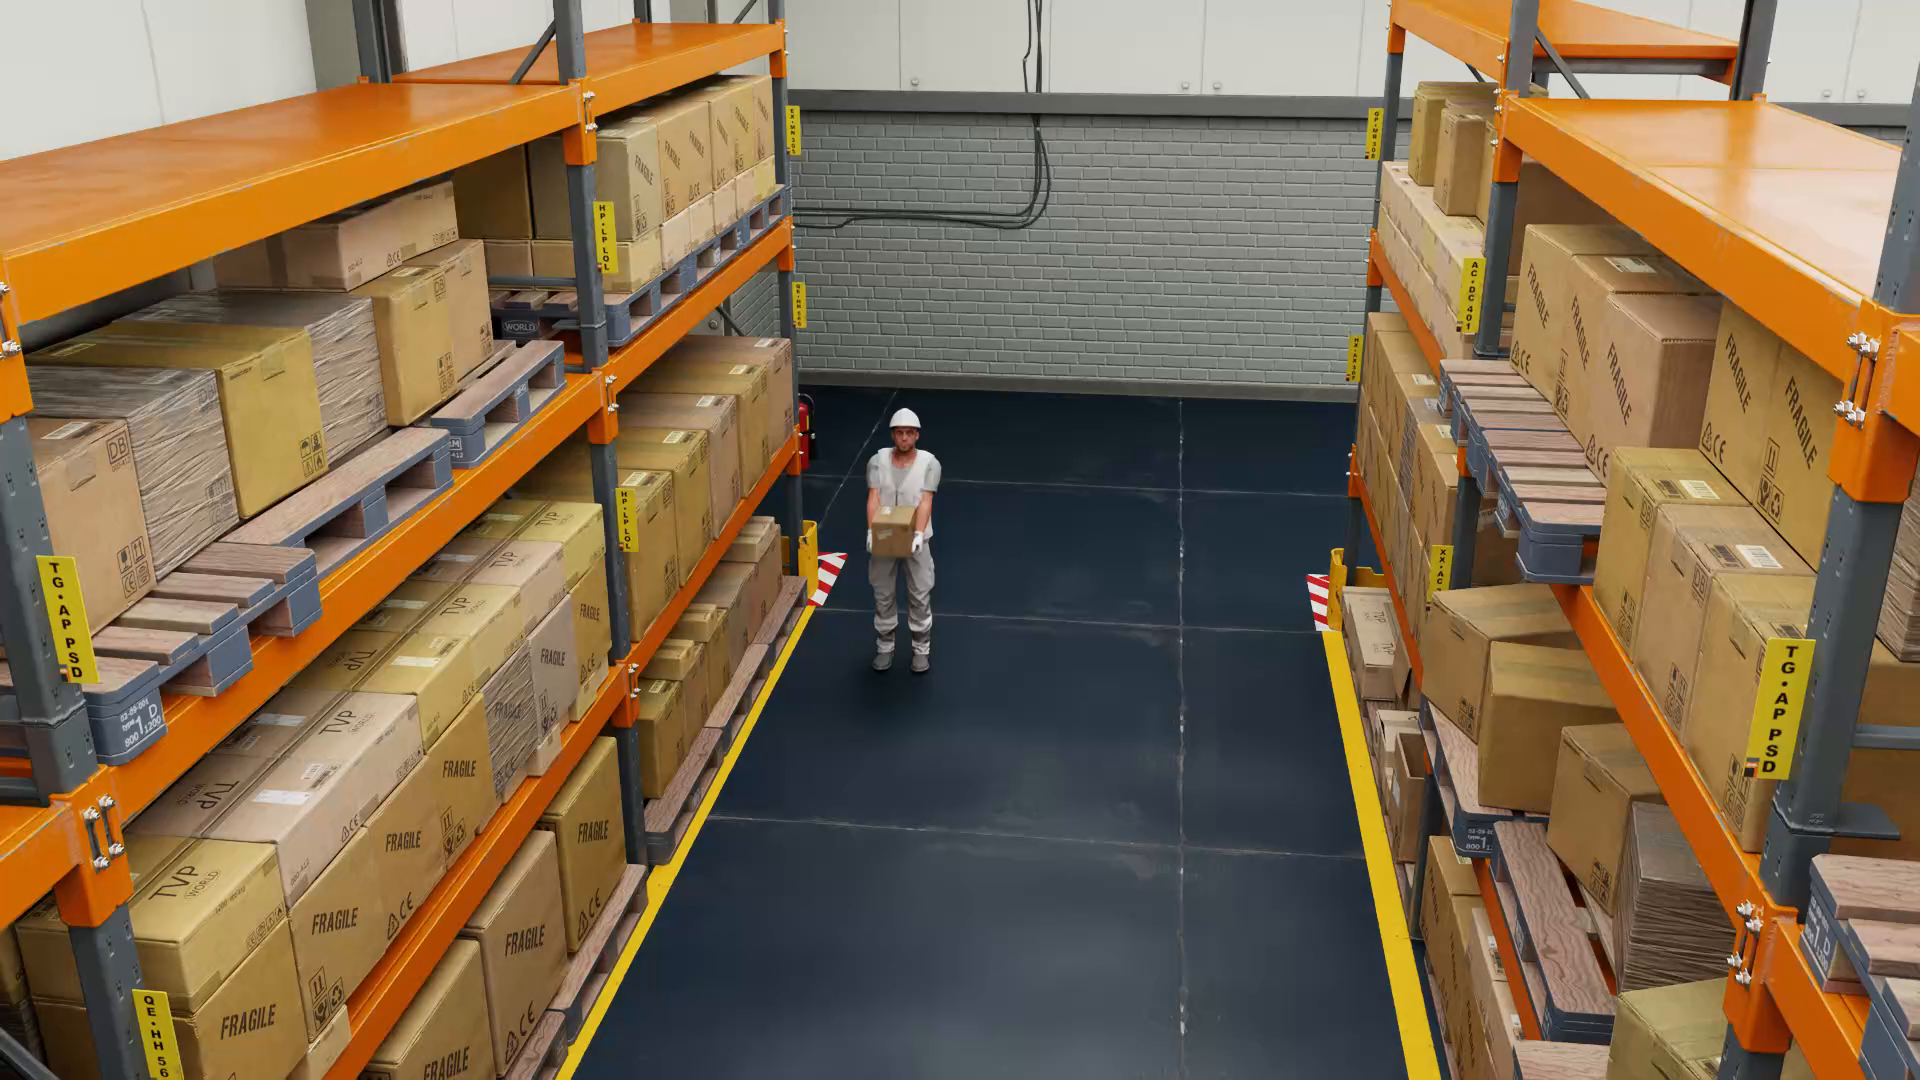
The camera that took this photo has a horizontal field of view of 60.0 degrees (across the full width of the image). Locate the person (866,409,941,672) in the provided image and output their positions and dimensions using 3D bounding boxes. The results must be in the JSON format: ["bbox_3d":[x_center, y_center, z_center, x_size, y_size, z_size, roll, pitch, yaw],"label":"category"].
[{"bbox_3d":[-0.387,0.040,10.952,0.493,1.782,0.563,3,21,7],"label":"person"}]
